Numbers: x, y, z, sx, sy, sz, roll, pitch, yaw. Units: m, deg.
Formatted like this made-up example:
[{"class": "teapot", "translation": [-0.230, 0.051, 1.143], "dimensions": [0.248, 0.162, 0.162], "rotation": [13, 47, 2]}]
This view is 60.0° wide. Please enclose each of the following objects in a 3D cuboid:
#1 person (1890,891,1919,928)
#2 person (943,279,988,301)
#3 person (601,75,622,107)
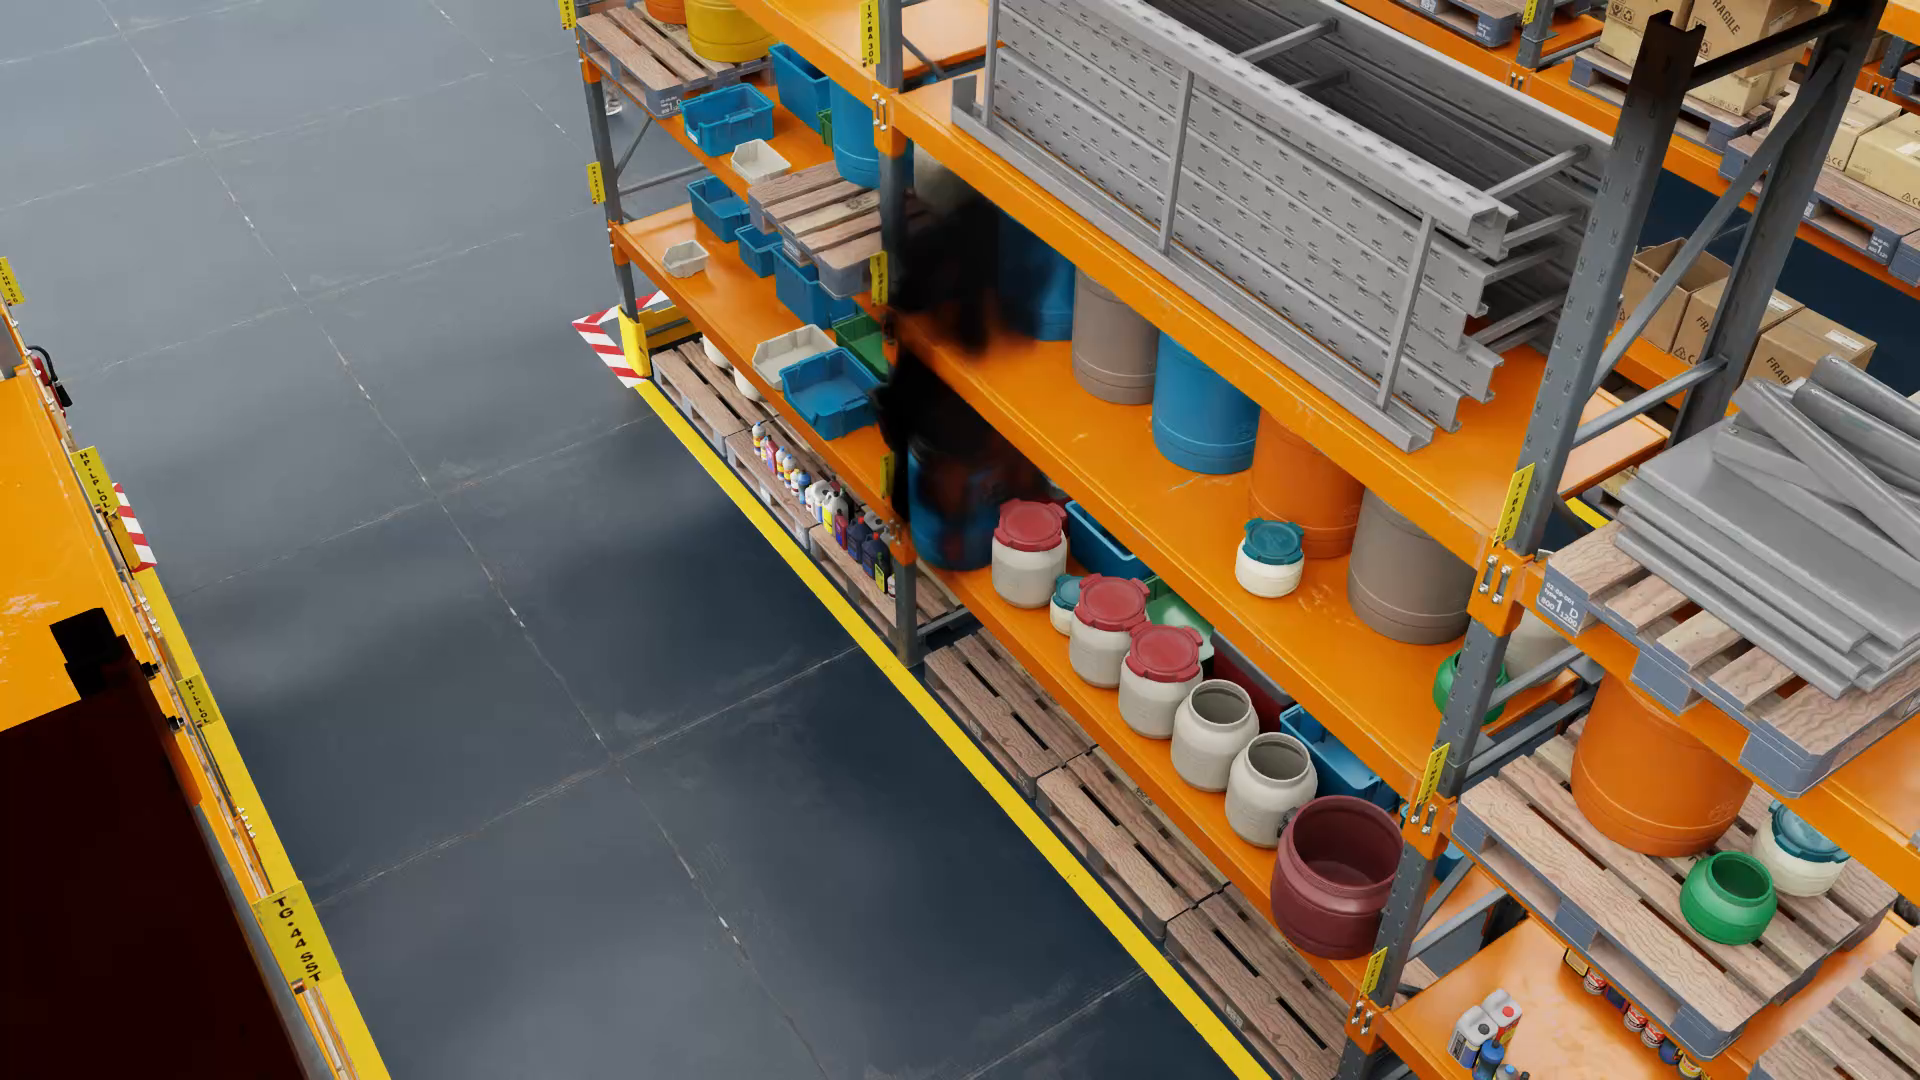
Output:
[{"class": "person", "translation": [4.343, 2.218, 8.114], "dimensions": [0.612, 1.622, 0.894], "rotation": [-28, 49, -27]}, {"class": "person", "translation": [0.072, -2.077, 12.375], "dimensions": [0.575, 1.646, 0.728], "rotation": [-26, 49, -25]}, {"class": "person", "translation": [-3.234, -4.784, 15.731], "dimensions": [0.595, 1.494, 0.555], "rotation": [1, 43, 2]}]
